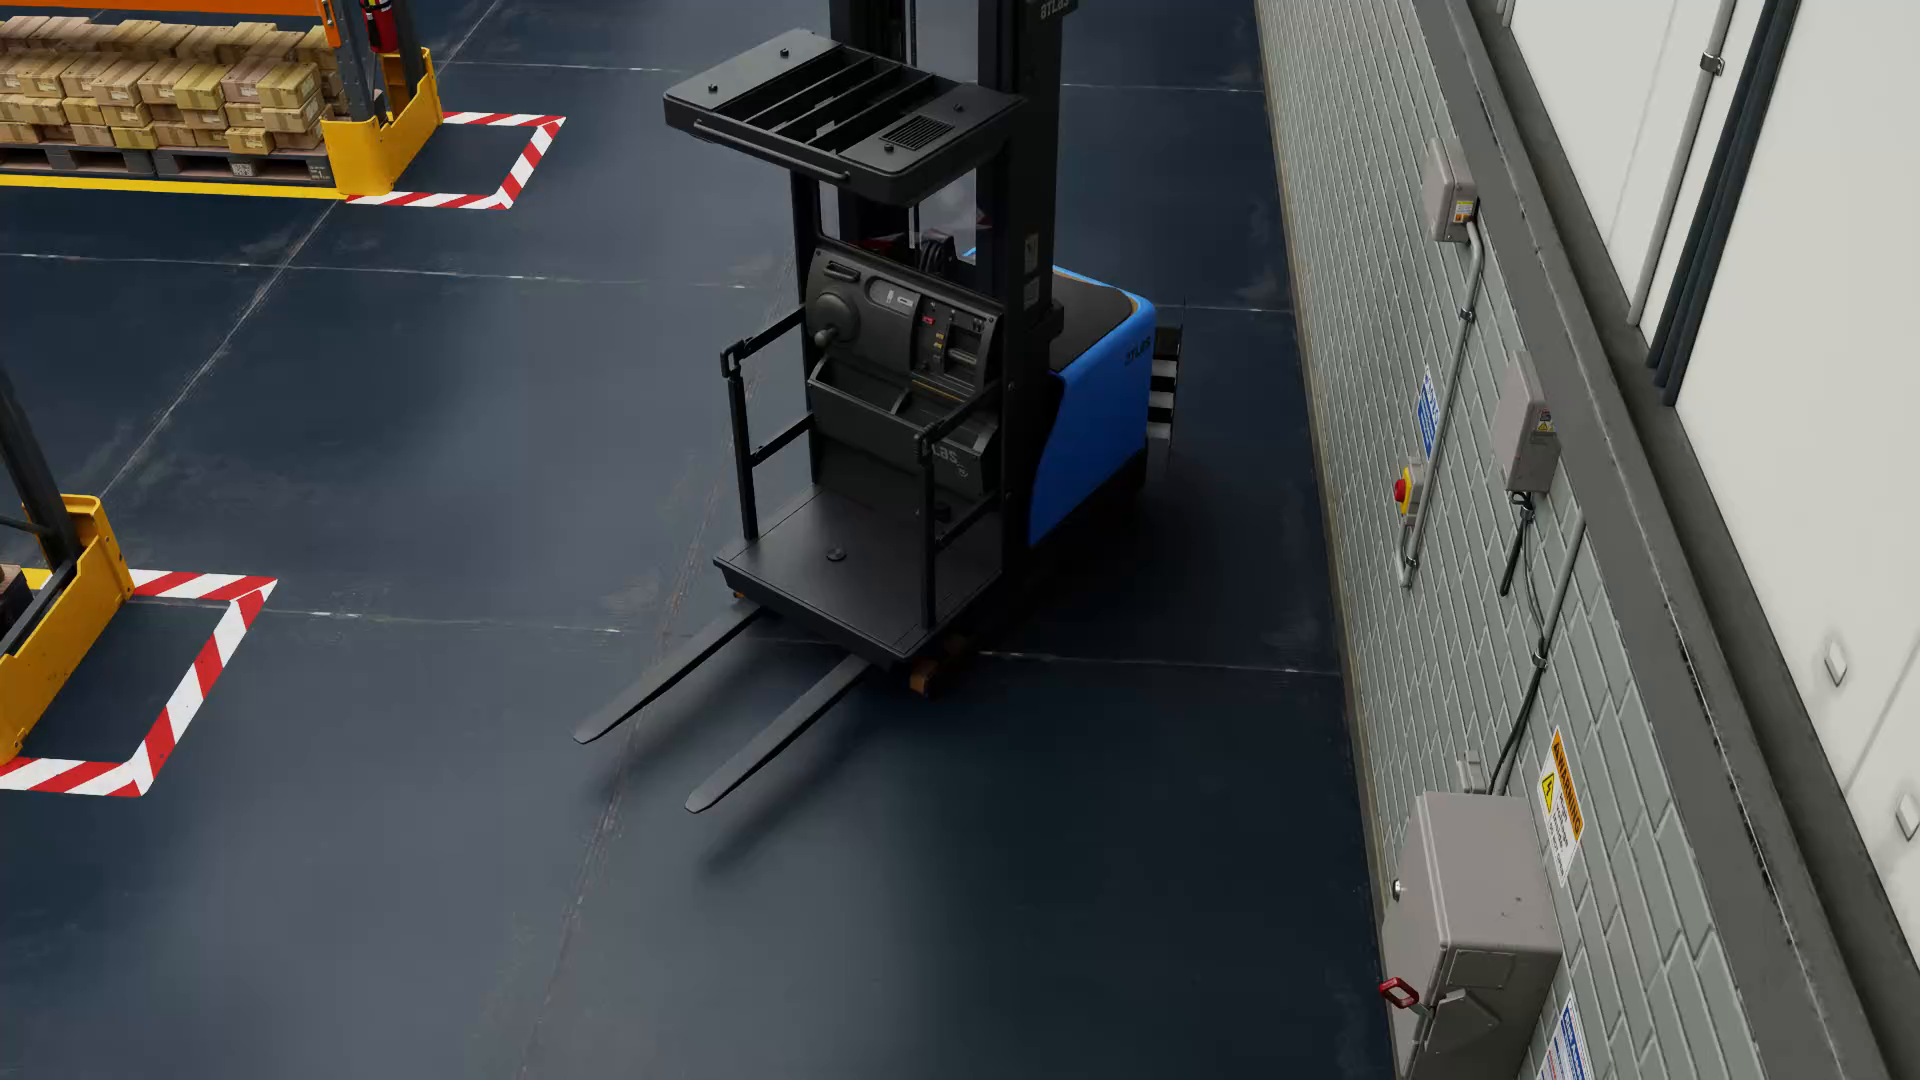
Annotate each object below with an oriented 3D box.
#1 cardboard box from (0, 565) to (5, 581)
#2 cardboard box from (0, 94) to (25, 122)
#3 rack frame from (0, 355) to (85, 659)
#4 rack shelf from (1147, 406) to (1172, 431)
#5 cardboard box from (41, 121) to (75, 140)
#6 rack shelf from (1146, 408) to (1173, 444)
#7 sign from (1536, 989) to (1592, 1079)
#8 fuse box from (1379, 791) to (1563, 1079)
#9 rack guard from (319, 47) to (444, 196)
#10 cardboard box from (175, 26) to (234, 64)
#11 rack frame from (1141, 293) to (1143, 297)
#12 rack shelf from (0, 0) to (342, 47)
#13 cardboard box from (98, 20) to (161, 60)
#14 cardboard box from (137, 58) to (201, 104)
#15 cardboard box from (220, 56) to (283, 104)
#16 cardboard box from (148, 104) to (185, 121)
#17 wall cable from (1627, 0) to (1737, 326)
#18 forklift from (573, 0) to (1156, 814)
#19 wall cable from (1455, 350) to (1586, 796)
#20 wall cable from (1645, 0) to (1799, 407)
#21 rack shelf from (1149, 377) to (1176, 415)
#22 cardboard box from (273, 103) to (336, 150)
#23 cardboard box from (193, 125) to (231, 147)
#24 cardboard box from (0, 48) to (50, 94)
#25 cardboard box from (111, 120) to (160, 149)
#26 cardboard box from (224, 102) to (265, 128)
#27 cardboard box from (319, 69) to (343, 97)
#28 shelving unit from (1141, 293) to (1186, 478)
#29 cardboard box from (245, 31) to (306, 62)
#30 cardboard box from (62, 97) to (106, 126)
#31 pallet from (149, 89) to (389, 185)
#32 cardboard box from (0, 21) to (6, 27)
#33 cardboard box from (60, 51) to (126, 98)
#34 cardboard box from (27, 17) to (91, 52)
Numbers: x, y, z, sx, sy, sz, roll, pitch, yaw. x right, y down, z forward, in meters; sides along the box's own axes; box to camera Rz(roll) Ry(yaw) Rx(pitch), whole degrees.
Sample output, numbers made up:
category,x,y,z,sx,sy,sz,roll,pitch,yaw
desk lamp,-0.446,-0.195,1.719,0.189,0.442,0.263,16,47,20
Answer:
category,x,y,z,sx,sy,sz,roll,pitch,yaw
cardboard box,-4.696,0.248,6.937,0.875,0.438,0.875,2,39,2
cardboard box,-6.062,-2.850,10.736,0.250,0.149,0.380,3,39,3
rack frame,-4.030,-0.610,6.293,0.127,3.000,1.000,3,39,4
rack shelf,0.951,-0.651,8.202,0.200,0.077,0.258,6,40,7
cardboard box,-5.789,-2.770,10.873,0.250,0.149,0.380,4,39,5
rack shelf,0.951,-0.581,8.259,0.200,0.077,0.258,6,40,7
sign,1.427,1.355,3.955,0.001,0.494,0.329,3,39,4
fuse box,1.264,1.496,4.727,0.414,1.711,0.539,3,39,4
rack guard,-3.779,-2.763,10.919,0.348,0.500,1.175,3,39,4
cardboard box,-4.975,-3.254,10.996,0.250,0.149,0.380,1,39,2
rack frame,0.851,-0.757,8.138,0.006,0.900,0.240,6,40,7
rack shelf,-5.696,-3.558,10.486,4.000,0.370,1.077,3,39,4
cardboard box,-5.509,-3.318,11.075,0.250,0.149,0.380,4,39,5
cardboard box,-5.019,-2.924,10.591,0.250,0.149,0.380,2,39,2
cardboard box,-4.498,-2.936,10.605,0.250,0.149,0.380,4,39,5
cardboard box,-5.030,-2.857,10.744,0.250,0.149,0.380,3,39,3
wall cable,1.594,-2.331,3.656,0.029,3.000,2.355,3,39,4
forklift,-0.371,-0.821,6.607,1.130,2.935,3.031,25,45,27
wall cable,1.479,0.181,4.517,0.122,1.984,0.588,3,39,4
wall cable,1.316,-0.595,1.494,0.133,3.039,2.988,3,39,4
rack shelf,0.951,-0.720,8.146,0.200,0.077,0.258,6,40,7
cardboard box,-4.246,-2.683,10.766,0.250,0.149,0.380,4,39,5
cardboard box,-4.766,-2.702,10.790,0.250,0.149,0.380,3,39,4
cardboard box,-6.050,-3.022,10.711,0.250,0.149,0.380,2,39,2
cardboard box,-5.273,-2.682,10.765,0.250,0.149,0.380,1,39,2
cardboard box,-4.509,-2.798,10.672,0.250,0.149,0.380,2,39,3
cardboard box,-4.203,-3.091,11.032,0.250,0.149,0.380,5,39,6
shelving unit,0.951,-0.746,8.125,0.210,0.900,0.258,6,40,7
cardboard box,-4.481,-3.198,10.928,0.250,0.149,0.380,4,39,5
cardboard box,-5.542,-2.823,10.703,0.250,0.149,0.380,5,39,6
pallet,-4.585,-2.718,11.092,1.213,0.211,1.003,3,39,4
cardboard box,-6.553,-3.317,11.074,0.250,0.149,0.380,4,39,5
cardboard box,-5.545,-2.987,10.669,0.250,0.149,0.380,2,39,2
cardboard box,-6.006,-3.354,11.119,0.250,0.149,0.380,2,39,2
